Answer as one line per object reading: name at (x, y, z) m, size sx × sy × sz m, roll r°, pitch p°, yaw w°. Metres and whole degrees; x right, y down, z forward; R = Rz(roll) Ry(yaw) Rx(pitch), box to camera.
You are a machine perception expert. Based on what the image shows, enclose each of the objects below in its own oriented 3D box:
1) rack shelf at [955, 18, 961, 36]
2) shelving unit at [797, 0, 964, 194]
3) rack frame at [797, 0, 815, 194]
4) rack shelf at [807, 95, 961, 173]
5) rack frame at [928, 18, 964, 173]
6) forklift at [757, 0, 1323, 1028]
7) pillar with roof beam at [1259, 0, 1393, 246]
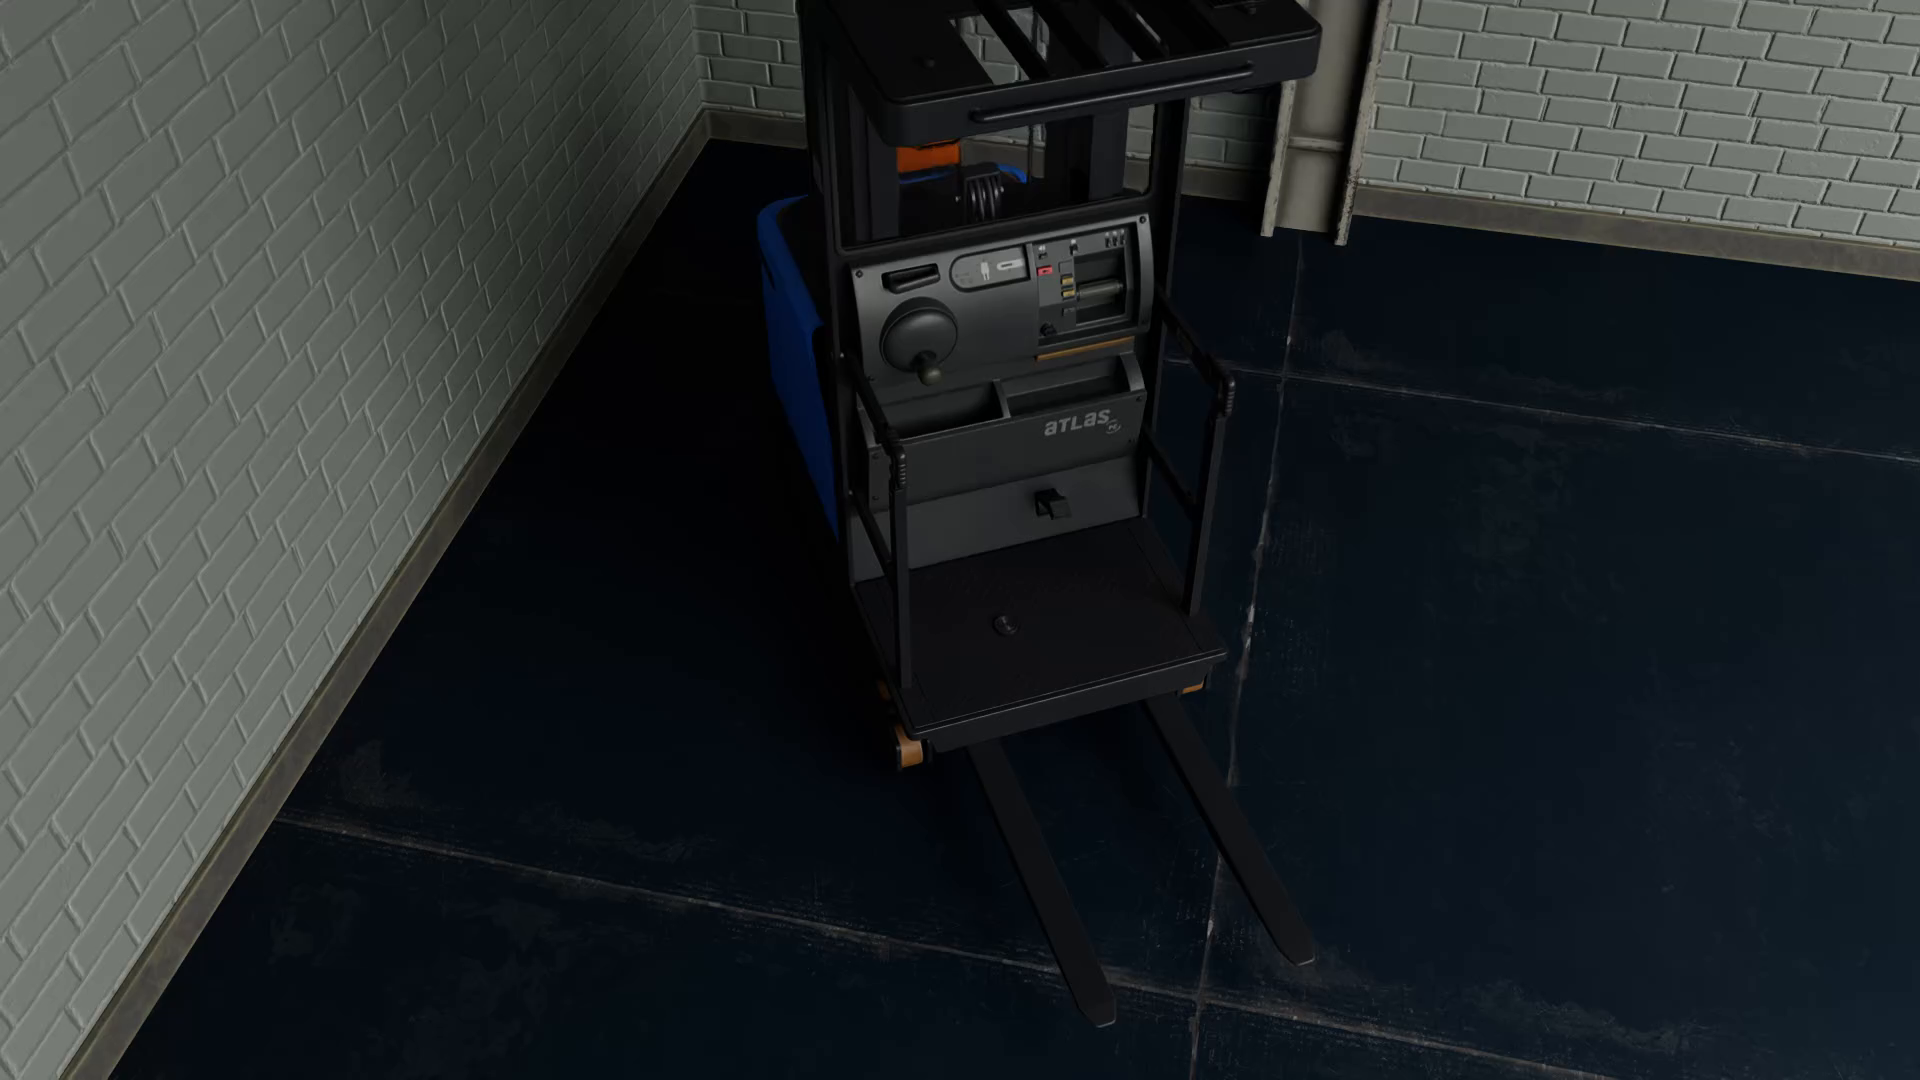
rack shelf at (-0.289, -1.998, 5.822) m, size 0.480 × 0.518 × 0.431 m, roll -13°, pitch 45°, yaw -13°
shelving unit at (-0.289, -1.504, 6.298) m, size 0.503 × 2.100 × 0.431 m, roll -13°, pitch 45°, yaw -13°
rack frame at (-0.520, -1.450, 6.242) m, size 0.015 × 2.100 × 0.400 m, roll -13°, pitch 45°, yaw -13°
rack shelf at (-0.289, -1.494, 6.308) m, size 0.480 × 0.518 × 0.431 m, roll -13°, pitch 45°, yaw -13°
rack frame at (-0.058, -1.558, 6.354) m, size 0.015 × 2.100 × 0.400 m, roll -13°, pitch 45°, yaw -13°
forklift at (0.206, -0.631, 4.792) m, size 1.130 × 2.935 × 3.031 m, roll -13°, pitch 45°, yaw -13°
pillar with roof beam at (0.677, -1.818, 1.650) m, size 0.400 × 9.000 × 9.100 m, roll 9°, pitch 45°, yaw 9°
